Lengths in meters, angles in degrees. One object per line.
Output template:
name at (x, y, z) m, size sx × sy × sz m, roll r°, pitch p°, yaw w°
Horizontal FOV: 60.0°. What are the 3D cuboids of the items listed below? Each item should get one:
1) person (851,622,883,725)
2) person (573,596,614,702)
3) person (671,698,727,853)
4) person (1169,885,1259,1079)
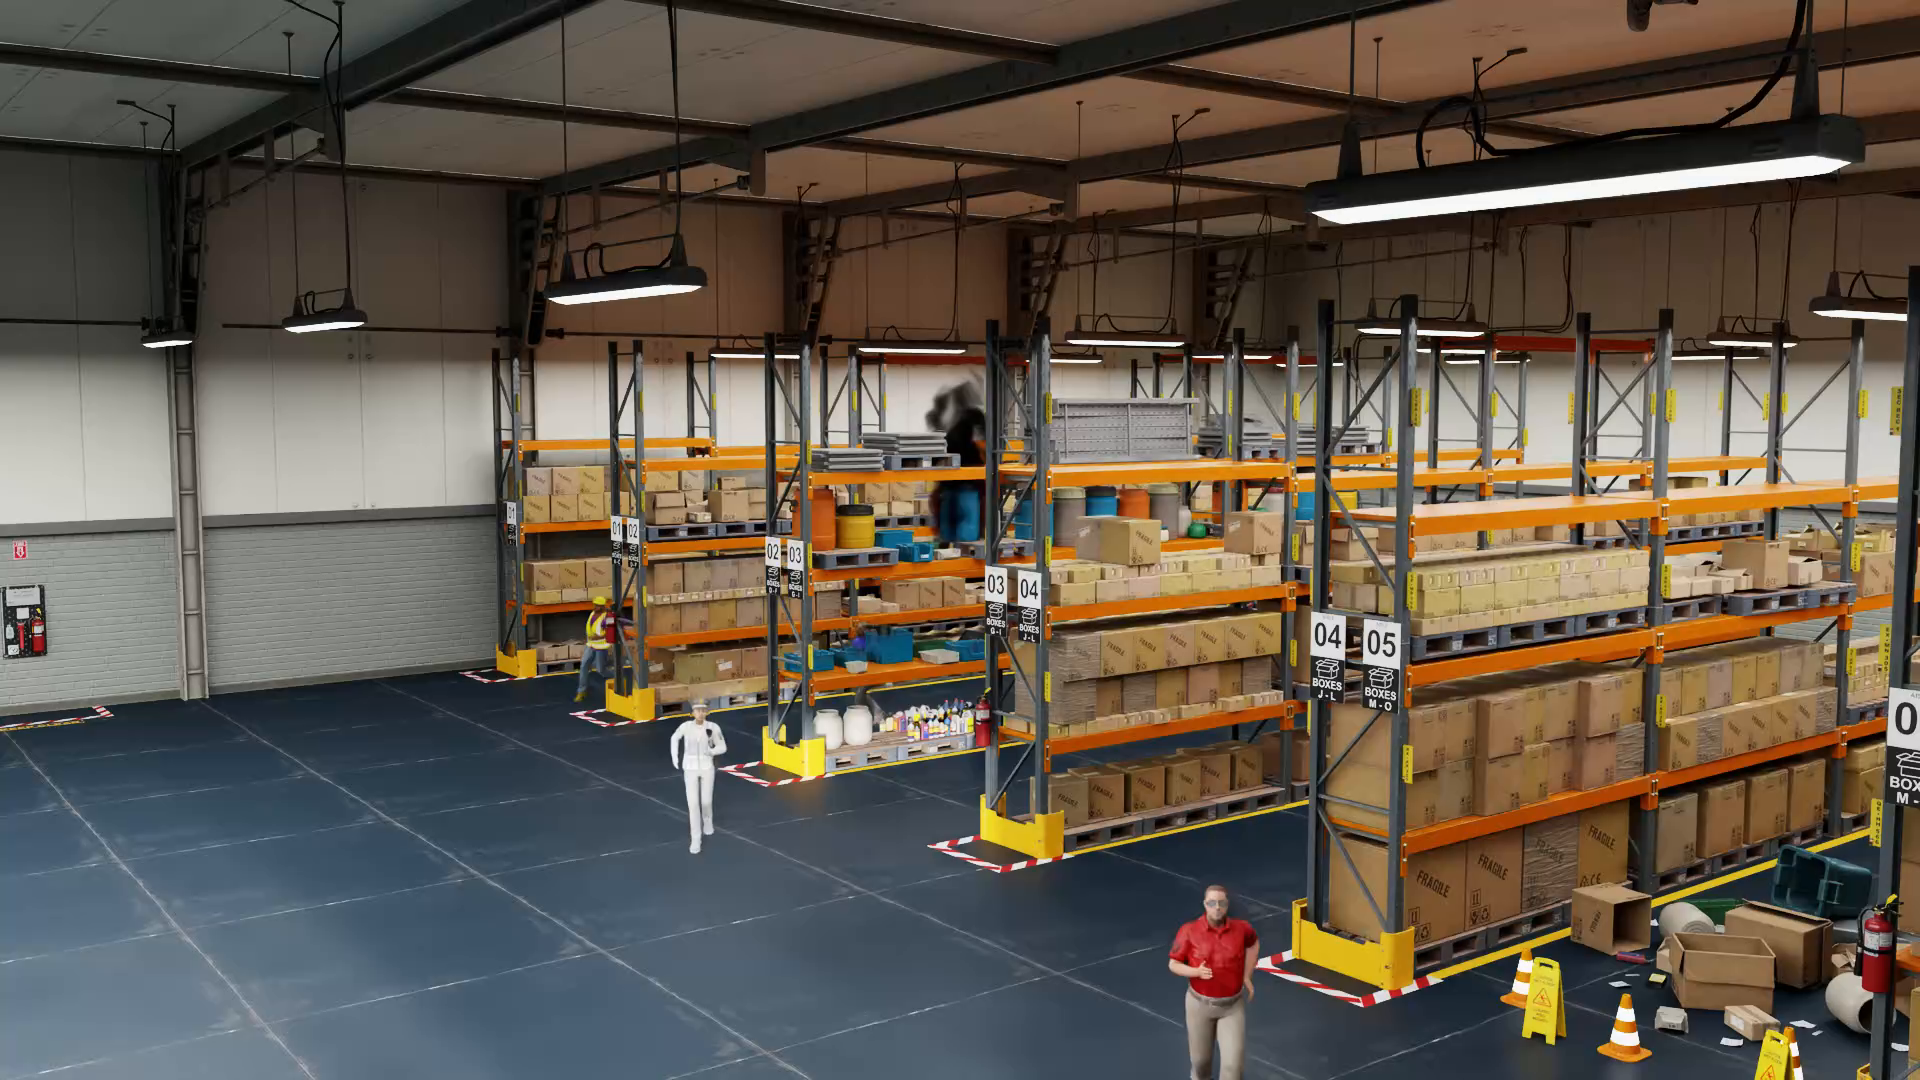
person at (-1.498, 2.073, 25.436) m, size 0.909 × 1.657 × 0.575 m, roll -5°, pitch 7°, yaw -43°
person at (-6.094, 1.831, 28.142) m, size 0.725 × 1.783 × 0.919 m, roll 3°, pitch 6°, yaw 33°
person at (-2.982, 2.637, 19.020) m, size 0.627 × 1.676 × 0.938 m, roll -1°, pitch 5°, yaw -10°
person at (1.773, 3.278, 11.575) m, size 0.644 × 1.774 × 0.840 m, roll 0°, pitch 5°, yaw 5°
